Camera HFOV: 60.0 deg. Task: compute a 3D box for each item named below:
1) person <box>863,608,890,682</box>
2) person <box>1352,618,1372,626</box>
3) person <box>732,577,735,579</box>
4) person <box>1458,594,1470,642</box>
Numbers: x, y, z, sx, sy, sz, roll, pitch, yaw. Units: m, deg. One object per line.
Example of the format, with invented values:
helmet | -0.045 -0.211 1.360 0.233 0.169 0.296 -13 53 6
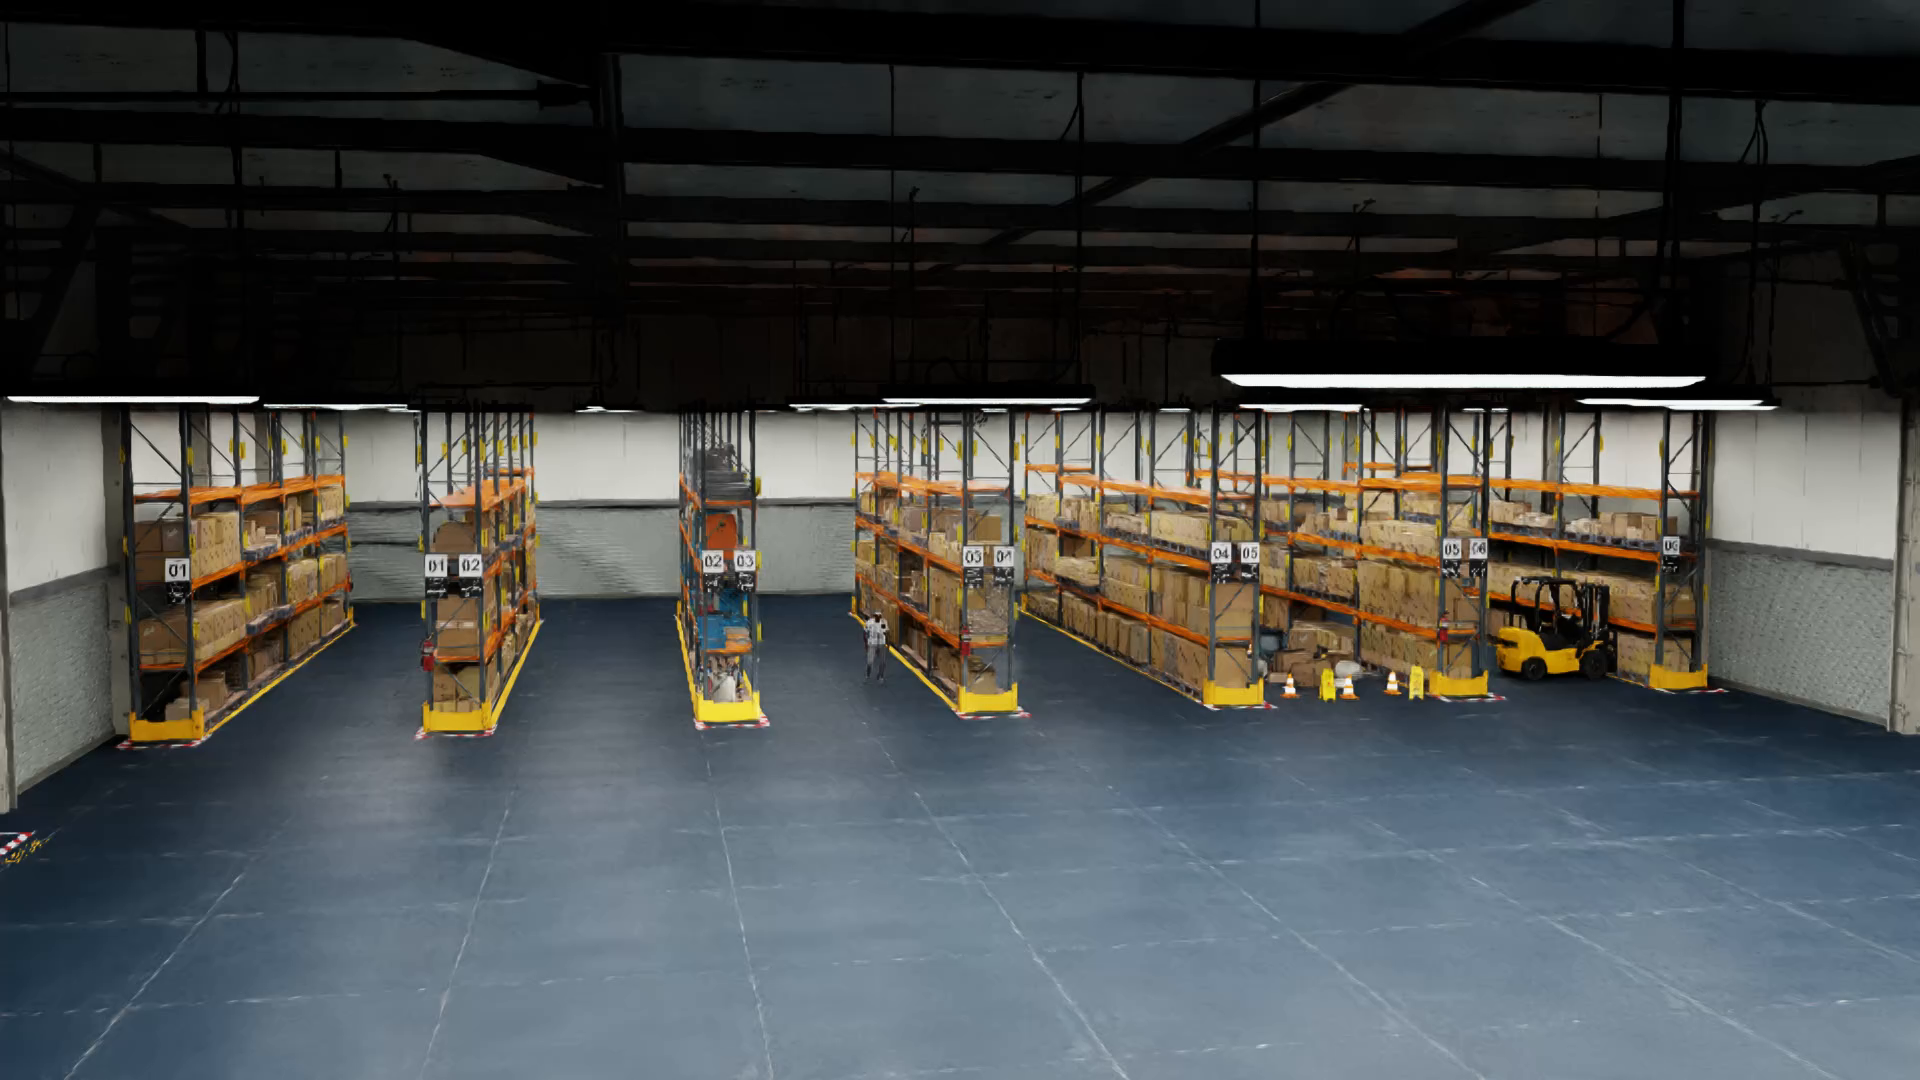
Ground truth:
person | -1.783 2.236 35.545 0.592 1.629 0.532 -1 4 -13
person | 10.850 1.448 44.669 0.594 1.782 0.675 1 4 14
person | -6.903 1.021 51.053 0.569 1.713 0.592 4 6 43
person | 11.390 2.088 37.759 0.467 1.558 0.497 2 5 19
